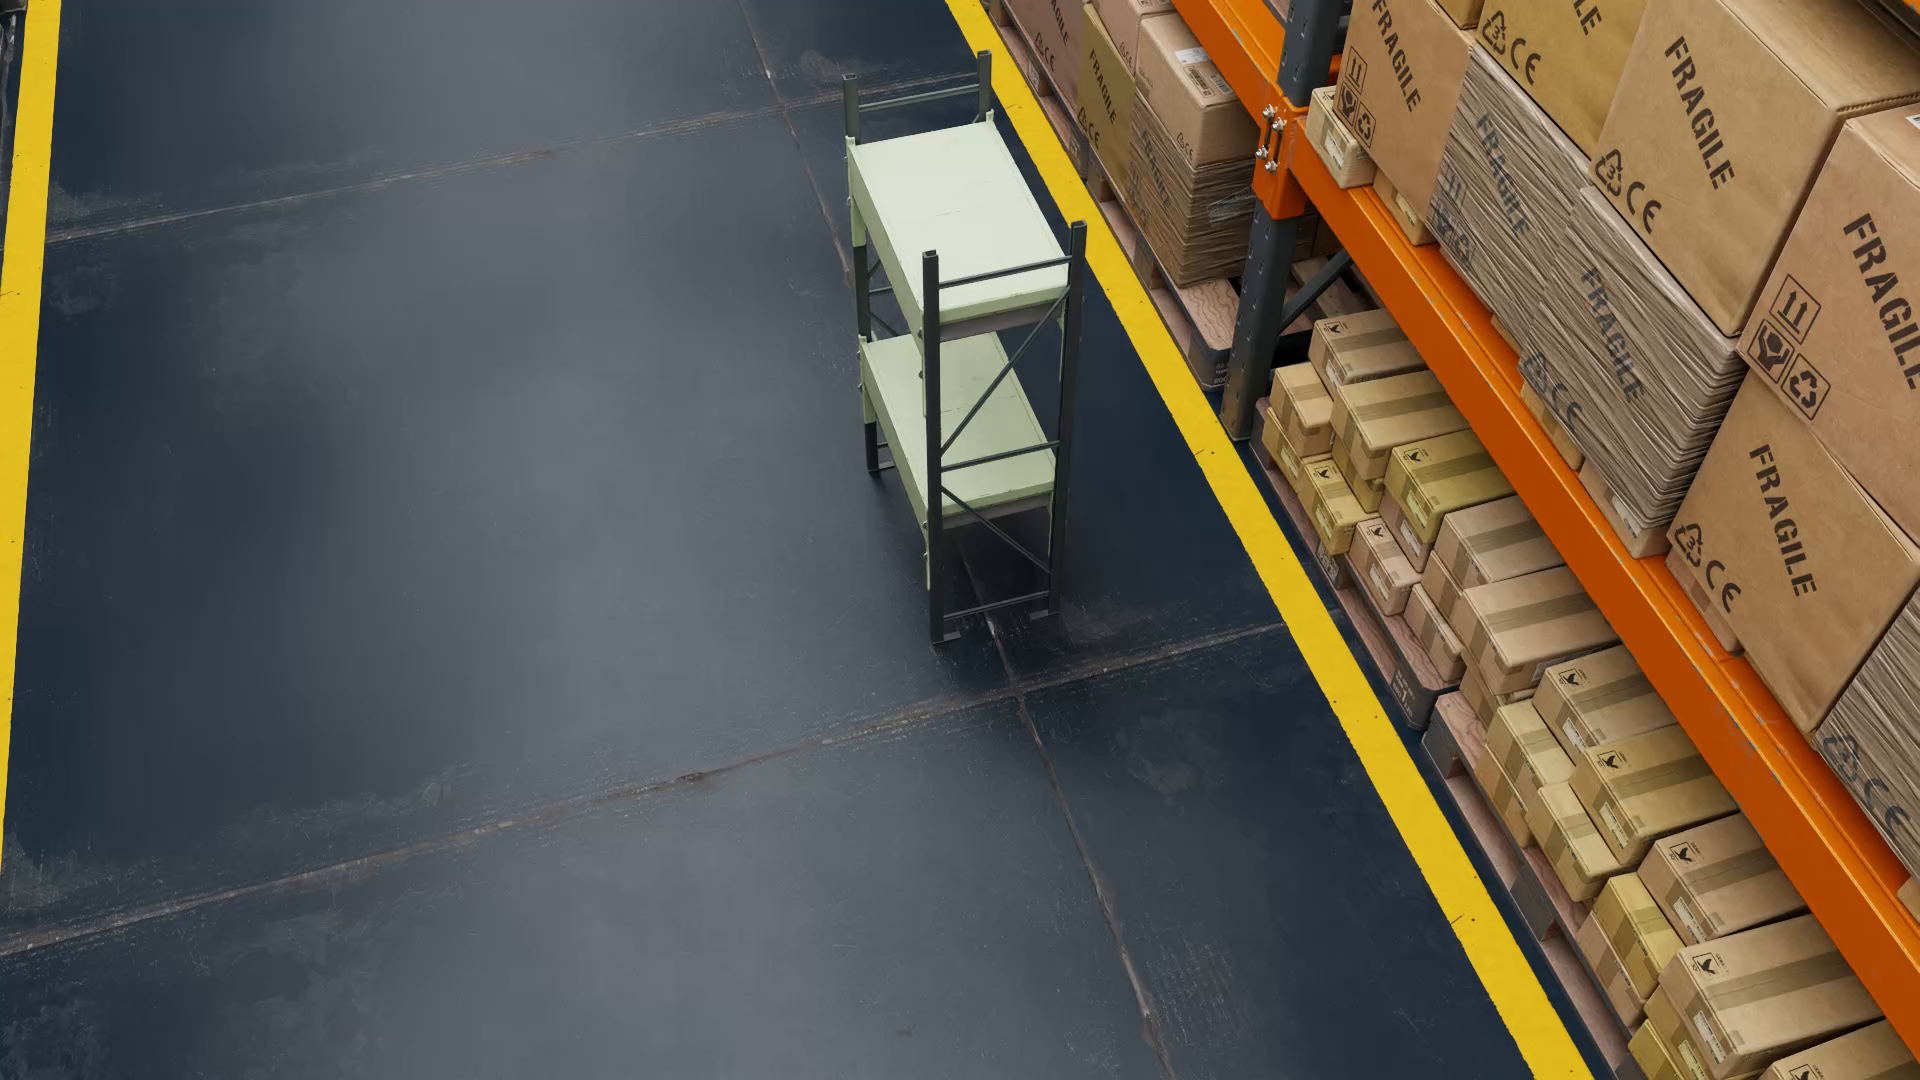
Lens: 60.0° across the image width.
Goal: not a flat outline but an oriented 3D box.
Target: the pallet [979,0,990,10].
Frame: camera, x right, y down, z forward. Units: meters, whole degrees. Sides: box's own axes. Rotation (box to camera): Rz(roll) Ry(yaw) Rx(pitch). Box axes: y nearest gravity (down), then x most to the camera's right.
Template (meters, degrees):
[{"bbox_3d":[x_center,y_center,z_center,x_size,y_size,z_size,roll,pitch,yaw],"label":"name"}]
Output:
[{"bbox_3d":[0.413,-2.895,7.553,1.003,0.211,1.213,-13,51,-11],"label":"pallet"}]

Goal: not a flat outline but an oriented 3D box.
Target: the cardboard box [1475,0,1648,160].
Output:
[{"bbox_3d":[1.434,-1.134,3.330,0.500,0.500,0.500,-15,51,-12],"label":"cardboard box"}]

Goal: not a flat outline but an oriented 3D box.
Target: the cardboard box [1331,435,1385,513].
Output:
[{"bbox_3d":[1.328,-0.254,4.898,0.380,0.149,0.250,-13,51,-11],"label":"cardboard box"}]

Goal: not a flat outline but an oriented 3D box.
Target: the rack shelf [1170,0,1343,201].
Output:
[{"bbox_3d":[0.774,-2.673,6.012,1.077,0.370,4.000,-13,51,-11],"label":"rack shelf"}]

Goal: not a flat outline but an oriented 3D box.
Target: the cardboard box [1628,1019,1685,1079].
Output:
[{"bbox_3d":[1.804,1.197,3.869,0.380,0.149,0.250,-15,52,-13],"label":"cardboard box"}]

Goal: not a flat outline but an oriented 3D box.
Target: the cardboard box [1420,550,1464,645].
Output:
[{"bbox_3d":[1.511,0.113,4.588,0.380,0.149,0.250,-16,52,-13],"label":"cardboard box"}]

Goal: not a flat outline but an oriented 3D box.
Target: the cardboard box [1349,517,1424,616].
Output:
[{"bbox_3d":[1.368,0.043,4.842,0.380,0.149,0.250,-14,51,-11],"label":"cardboard box"}]

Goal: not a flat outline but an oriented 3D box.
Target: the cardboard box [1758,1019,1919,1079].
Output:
[{"bbox_3d":[1.917,1.180,3.494,0.380,0.149,0.250,-15,52,-12],"label":"cardboard box"}]

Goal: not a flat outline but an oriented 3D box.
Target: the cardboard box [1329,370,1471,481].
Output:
[{"bbox_3d":[1.295,-0.339,4.775,0.380,0.149,0.250,-11,51,-9],"label":"cardboard box"}]

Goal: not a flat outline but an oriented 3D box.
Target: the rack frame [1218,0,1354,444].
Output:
[{"bbox_3d":[1.366,-1.444,4.505,1.000,3.000,0.127,-13,51,-11],"label":"rack frame"}]

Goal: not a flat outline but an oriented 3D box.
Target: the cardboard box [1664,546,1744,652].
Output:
[{"bbox_3d":[1.696,0.054,3.407,0.380,0.149,0.250,-12,51,-10],"label":"cardboard box"}]

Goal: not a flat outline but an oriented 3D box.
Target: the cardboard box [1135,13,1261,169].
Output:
[{"bbox_3d":[0.904,-1.502,5.424,0.500,0.250,0.500,-15,51,-12],"label":"cardboard box"}]

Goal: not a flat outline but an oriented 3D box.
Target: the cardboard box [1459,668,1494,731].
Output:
[{"bbox_3d":[1.604,0.405,4.536,0.380,0.149,0.250,-15,52,-13],"label":"cardboard box"}]

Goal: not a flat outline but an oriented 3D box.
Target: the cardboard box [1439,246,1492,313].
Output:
[{"bbox_3d":[1.413,-0.727,4.065,0.380,0.149,0.250,-15,52,-13],"label":"cardboard box"}]

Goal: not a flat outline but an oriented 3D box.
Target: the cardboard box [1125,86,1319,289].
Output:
[{"bbox_3d":[0.906,-1.257,5.708,0.500,0.500,0.500,-14,51,-12],"label":"cardboard box"}]

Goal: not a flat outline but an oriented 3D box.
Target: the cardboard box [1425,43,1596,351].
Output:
[{"bbox_3d":[1.425,-0.793,3.697,0.500,0.500,0.500,-13,51,-11],"label":"cardboard box"}]

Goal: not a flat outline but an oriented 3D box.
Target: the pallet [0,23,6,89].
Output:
[{"bbox_3d":[-4.355,-1.681,6.529,1.003,0.211,1.213,-13,51,-11],"label":"pallet"}]

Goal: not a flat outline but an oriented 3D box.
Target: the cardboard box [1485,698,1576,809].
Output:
[{"bbox_3d":[1.584,0.518,4.247,0.380,0.149,0.250,-14,51,-11],"label":"cardboard box"}]

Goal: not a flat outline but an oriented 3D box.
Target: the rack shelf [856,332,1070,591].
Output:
[{"bbox_3d":[-0.002,-0.278,4.930,0.431,0.370,0.720,-13,51,-11],"label":"rack shelf"}]

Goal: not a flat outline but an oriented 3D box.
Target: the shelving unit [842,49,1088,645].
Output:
[{"bbox_3d":[-0.002,-0.488,4.681,0.431,1.500,0.755,-13,51,-11],"label":"shelving unit"}]

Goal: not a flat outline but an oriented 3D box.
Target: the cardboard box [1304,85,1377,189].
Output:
[{"bbox_3d":[1.137,-1.082,4.364,0.380,0.149,0.250,-12,51,-10],"label":"cardboard box"}]

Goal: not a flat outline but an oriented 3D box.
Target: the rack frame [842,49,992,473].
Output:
[{"bbox_3d":[-0.110,-0.756,4.906,0.400,1.500,0.023,-13,51,-11],"label":"rack frame"}]

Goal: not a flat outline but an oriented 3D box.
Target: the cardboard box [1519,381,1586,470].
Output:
[{"bbox_3d":[1.500,-0.328,3.729,0.380,0.149,0.250,-12,51,-10],"label":"cardboard box"}]

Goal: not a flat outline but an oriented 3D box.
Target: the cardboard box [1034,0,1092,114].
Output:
[{"bbox_3d":[0.607,-2.007,6.341,0.500,0.500,0.500,-14,51,-12],"label":"cardboard box"}]

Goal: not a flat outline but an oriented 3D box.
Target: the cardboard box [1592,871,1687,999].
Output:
[{"bbox_3d":[1.741,0.899,3.926,0.380,0.149,0.250,-11,51,-9],"label":"cardboard box"}]

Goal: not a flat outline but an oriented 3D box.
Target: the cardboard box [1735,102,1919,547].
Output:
[{"bbox_3d":[1.704,-0.384,2.698,0.500,0.500,0.500,-15,51,-12],"label":"cardboard box"}]

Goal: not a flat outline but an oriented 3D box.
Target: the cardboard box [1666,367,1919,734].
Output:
[{"bbox_3d":[1.726,-0.032,3.055,0.500,0.500,0.500,-11,51,-9],"label":"cardboard box"}]

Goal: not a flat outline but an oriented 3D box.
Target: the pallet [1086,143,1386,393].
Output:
[{"bbox_3d":[1.134,-1.113,6.050,1.003,0.211,1.213,-13,51,-11],"label":"pallet"}]

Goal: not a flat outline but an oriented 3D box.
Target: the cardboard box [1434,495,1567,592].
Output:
[{"bbox_3d":[1.515,0.020,4.472,0.380,0.149,0.250,-15,51,-12],"label":"cardboard box"}]

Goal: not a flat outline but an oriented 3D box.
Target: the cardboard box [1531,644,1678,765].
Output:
[{"bbox_3d":[1.672,0.405,4.148,0.380,0.149,0.250,-15,52,-12],"label":"cardboard box"}]

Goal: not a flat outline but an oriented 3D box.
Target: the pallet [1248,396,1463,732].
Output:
[{"bbox_3d":[1.598,-0.062,5.165,1.003,0.211,1.213,-13,51,-11],"label":"pallet"}]

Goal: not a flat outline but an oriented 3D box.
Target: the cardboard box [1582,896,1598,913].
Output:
[{"bbox_3d":[1.740,0.791,4.211,0.380,0.149,0.250,-12,51,-10],"label":"cardboard box"}]

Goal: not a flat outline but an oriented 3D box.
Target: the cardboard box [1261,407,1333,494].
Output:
[{"bbox_3d":[1.167,-0.322,5.149,0.380,0.149,0.250,-15,52,-13],"label":"cardboard box"}]

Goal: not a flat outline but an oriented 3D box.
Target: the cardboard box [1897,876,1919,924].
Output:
[{"bbox_3d":[1.908,0.634,2.918,0.380,0.149,0.250,-15,52,-13],"label":"cardboard box"}]

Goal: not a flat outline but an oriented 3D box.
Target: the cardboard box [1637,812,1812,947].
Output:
[{"bbox_3d":[1.812,0.779,3.833,0.380,0.149,0.250,-15,51,-12],"label":"cardboard box"}]
